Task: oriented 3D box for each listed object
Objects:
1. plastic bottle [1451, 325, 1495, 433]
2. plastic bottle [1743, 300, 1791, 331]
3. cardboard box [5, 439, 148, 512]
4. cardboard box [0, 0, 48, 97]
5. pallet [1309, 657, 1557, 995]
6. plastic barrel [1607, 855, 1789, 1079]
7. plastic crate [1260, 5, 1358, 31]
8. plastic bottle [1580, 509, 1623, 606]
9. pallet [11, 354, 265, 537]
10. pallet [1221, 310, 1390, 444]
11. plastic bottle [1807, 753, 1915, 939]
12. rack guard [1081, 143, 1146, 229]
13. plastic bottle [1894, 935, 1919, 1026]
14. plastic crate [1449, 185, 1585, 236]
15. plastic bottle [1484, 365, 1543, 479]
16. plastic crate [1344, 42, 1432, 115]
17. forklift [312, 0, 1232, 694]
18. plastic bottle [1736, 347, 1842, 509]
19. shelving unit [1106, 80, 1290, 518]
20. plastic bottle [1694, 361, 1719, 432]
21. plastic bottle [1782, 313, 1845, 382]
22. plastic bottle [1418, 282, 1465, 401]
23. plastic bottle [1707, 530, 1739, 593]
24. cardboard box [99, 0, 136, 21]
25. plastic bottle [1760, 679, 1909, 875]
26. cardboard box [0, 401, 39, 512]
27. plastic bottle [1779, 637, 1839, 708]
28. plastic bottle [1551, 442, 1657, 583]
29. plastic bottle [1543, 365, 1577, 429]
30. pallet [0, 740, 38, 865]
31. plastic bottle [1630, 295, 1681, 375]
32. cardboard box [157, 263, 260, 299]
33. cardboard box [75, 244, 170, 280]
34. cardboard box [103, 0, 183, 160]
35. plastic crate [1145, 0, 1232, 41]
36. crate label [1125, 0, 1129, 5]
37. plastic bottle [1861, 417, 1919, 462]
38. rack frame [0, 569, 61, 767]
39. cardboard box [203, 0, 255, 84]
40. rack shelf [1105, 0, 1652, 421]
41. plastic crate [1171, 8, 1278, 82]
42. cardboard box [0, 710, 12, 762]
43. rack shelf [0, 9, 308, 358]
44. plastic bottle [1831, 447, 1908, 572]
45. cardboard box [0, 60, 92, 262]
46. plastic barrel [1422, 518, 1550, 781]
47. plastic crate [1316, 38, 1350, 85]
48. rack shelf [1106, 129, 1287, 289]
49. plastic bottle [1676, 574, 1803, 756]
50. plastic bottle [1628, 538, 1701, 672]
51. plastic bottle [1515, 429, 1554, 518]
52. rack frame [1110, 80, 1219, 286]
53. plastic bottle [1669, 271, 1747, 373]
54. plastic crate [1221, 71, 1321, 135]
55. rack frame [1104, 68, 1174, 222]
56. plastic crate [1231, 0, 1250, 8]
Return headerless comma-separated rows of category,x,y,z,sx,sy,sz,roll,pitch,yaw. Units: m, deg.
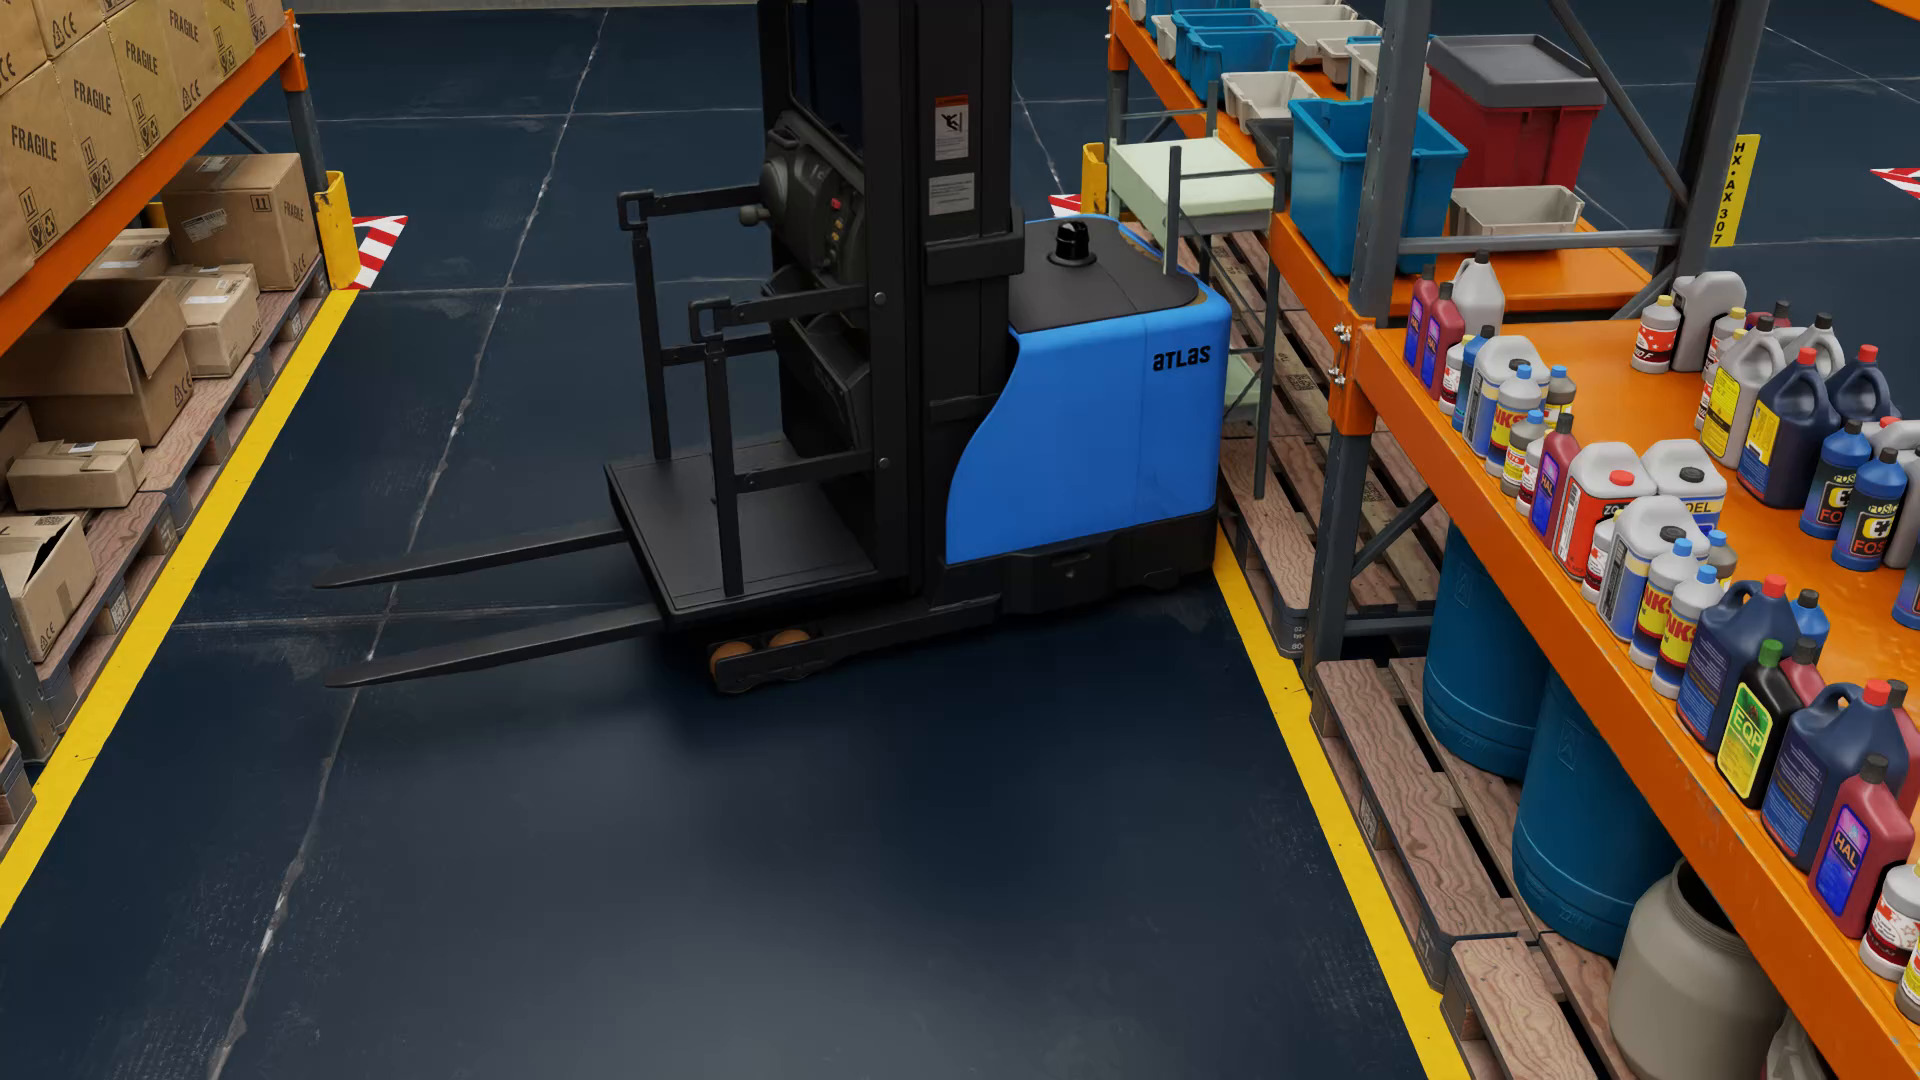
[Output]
plastic bottle,1.289,-0.402,4.124,0.097,0.271,0.097,0,31,0
plastic bottle,2.054,-0.489,4.258,0.061,0.283,0.133,-3,31,-5
cardboard box,-3.218,-0.244,6.067,0.380,0.166,0.250,-3,31,-5
cardboard box,-3.116,-1.595,4.923,0.500,0.500,0.500,-4,31,-6
pallet,1.659,0.752,4.785,1.003,0.211,1.213,-3,31,-5
plastic barrel,1.693,0.979,3.702,0.421,0.512,0.421,0,31,0
plastic crate,1.524,-2.239,7.273,0.396,0.136,0.243,-3,31,-5
plastic bottle,1.363,0.032,3.465,0.097,0.201,0.097,0,31,0
pallet,-3.484,-0.383,6.686,1.003,0.211,1.213,-3,31,-5
pallet,1.404,-0.642,7.118,1.003,0.211,1.213,-3,31,-5
plastic bottle,1.433,0.482,2.632,0.061,0.283,0.133,-3,31,-5
rack guard,1.240,-1.822,8.812,1.175,0.500,0.348,-3,31,-5
plastic bottle,1.471,0.625,2.473,0.097,0.201,0.097,0,31,0
plastic crate,1.728,-0.998,5.194,0.396,0.136,0.243,-3,31,-5
plastic bottle,1.310,-0.284,3.925,0.097,0.271,0.097,0,31,0
plastic crate,1.670,-1.604,6.068,0.437,0.282,0.530,-3,31,-5
forklift,-0.653,-1.066,5.177,3.031,2.935,1.130,-12,33,-19
plastic bottle,1.914,-0.265,3.816,0.144,0.351,0.185,-3,31,-5
shelving unit,0.833,-0.823,6.096,0.431,1.500,0.755,-7,30,-8
plastic bottle,1.899,-0.368,4.135,0.097,0.201,0.097,0,31,0
plastic bottle,2.040,-0.366,3.986,0.144,0.351,0.185,-3,31,-5
plastic bottle,1.251,-0.515,4.301,0.061,0.283,0.133,-3,31,-5
plastic bottle,1.523,0.075,3.394,0.097,0.201,0.097,0,31,0
cardboard box,-3.213,-2.121,5.804,0.500,0.500,0.500,-2,31,-3
plastic bottle,1.460,0.370,2.754,0.144,0.351,0.185,-3,31,-5
cardboard box,-3.709,-0.300,6.021,0.500,0.311,0.500,-3,31,-5
plastic bottle,1.464,0.316,2.909,0.061,0.283,0.133,-3,31,-5
plastic bottle,1.379,-0.060,3.547,0.152,0.276,0.135,-3,31,-5
plastic bottle,1.449,-0.330,4.071,0.097,0.201,0.097,0,31,0
pallet,-3.190,1.005,4.362,1.003,0.211,1.213,-3,31,-5
plastic bottle,1.865,-0.554,4.447,0.097,0.201,0.097,0,31,0
cardboard box,-3.433,-1.143,7.573,0.380,0.166,0.250,-3,31,-5
cardboard box,-3.862,-1.110,7.435,0.500,0.250,0.500,-3,31,-5
cardboard box,-3.224,-1.698,6.070,0.500,0.500,0.500,-3,31,-5
plastic crate,1.012,-2.359,7.379,0.416,0.233,0.300,-3,31,-5
crate label,0.950,-2.695,7.942,0.416,0.233,0.303,-3,31,-5
plastic bottle,2.069,-0.158,3.710,0.152,0.276,0.135,-3,31,-5
rack frame,-3.303,-0.606,4.339,1.000,3.000,0.127,-3,31,-5
cardboard box,-3.312,-2.210,6.928,0.500,0.500,0.500,-2,31,-4
rack shelf,1.442,-1.553,6.627,1.077,0.370,4.000,-3,31,-5
plastic crate,1.073,-2.023,6.816,0.416,0.233,0.300,-3,31,-5
cardboard box,-2.972,0.517,4.468,0.500,0.500,0.500,-3,31,-5
rack shelf,-3.490,-1.318,6.233,1.077,0.370,4.000,-3,31,-5
plastic bottle,1.959,-0.072,3.571,0.097,0.271,0.097,0,31,0
cardboard box,-3.131,-1.183,5.208,0.500,0.500,0.500,-2,31,-4
plastic barrel,1.663,0.158,4.697,0.600,0.901,0.708,-3,31,-5
plastic crate,1.621,-1.948,6.785,0.298,0.136,0.250,-3,31,-5
rack shelf,0.821,-1.161,5.901,0.431,0.370,0.720,-7,30,-8
plastic bottle,1.430,0.207,3.026,0.144,0.351,0.185,-3,31,-5
plastic bottle,1.384,0.121,3.249,0.097,0.271,0.097,0,31,0
plastic bottle,1.329,-0.154,3.777,0.097,0.201,0.097,0,31,0
rack frame,0.765,-1.001,6.409,0.400,1.500,0.023,-7,30,-8
plastic bottle,1.987,-0.602,4.454,0.152,0.276,0.135,-3,31,-5
plastic crate,1.167,-1.628,6.249,0.293,0.136,0.466,-3,31,-5
rack frame,1.255,-2.883,8.152,1.000,3.000,0.127,-3,31,-5
plastic crate,1.472,-2.762,7.856,0.616,0.435,0.499,-3,31,-5
